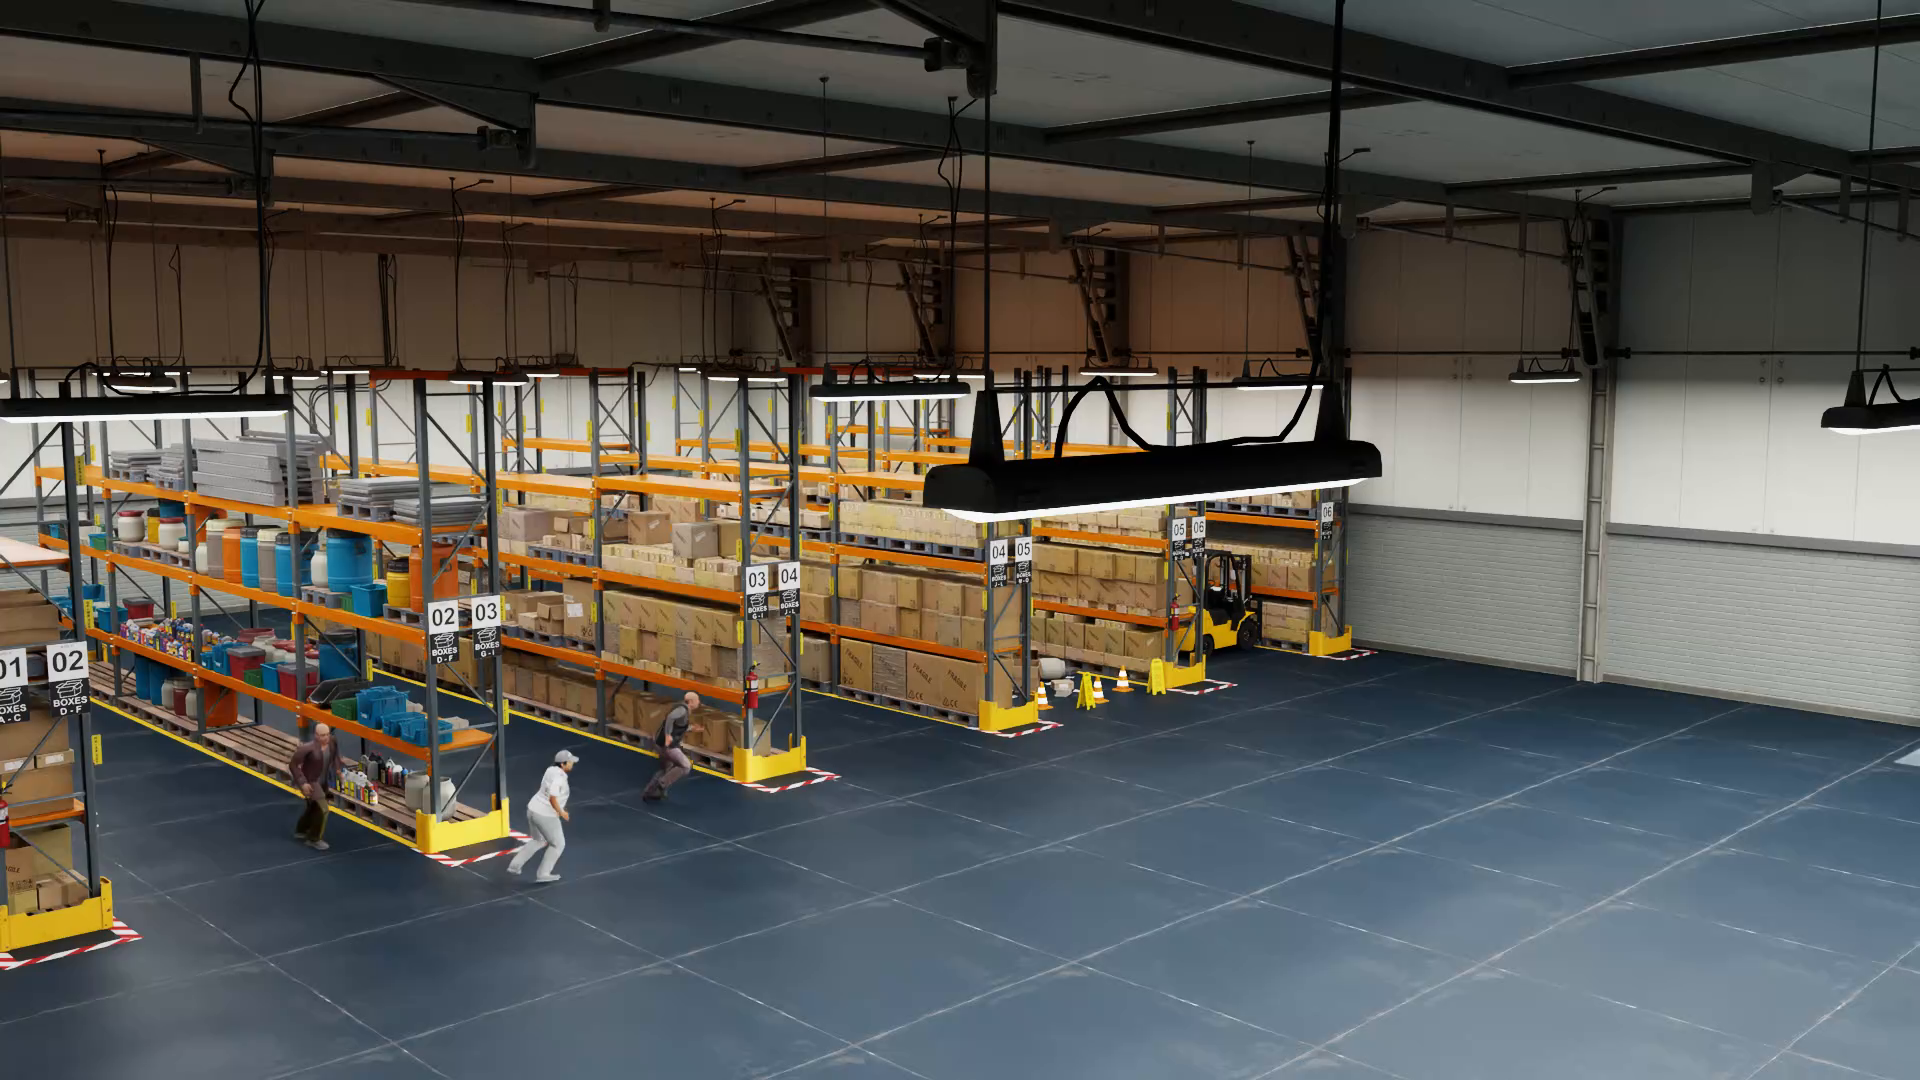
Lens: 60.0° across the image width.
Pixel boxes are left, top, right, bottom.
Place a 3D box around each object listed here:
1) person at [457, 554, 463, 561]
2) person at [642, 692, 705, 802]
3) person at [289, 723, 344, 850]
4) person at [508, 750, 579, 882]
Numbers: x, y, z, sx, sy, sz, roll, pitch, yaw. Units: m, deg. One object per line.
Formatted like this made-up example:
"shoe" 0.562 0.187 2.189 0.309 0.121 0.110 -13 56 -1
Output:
"person" -11.997 1.042 39.532 0.550 1.688 0.700 -4 8 -34
"person" -4.020 2.922 23.371 0.907 1.545 0.694 -2 7 -13
"person" -8.319 3.120 21.352 0.833 1.651 0.770 2 7 14
"person" -4.989 3.313 19.942 0.838 1.572 0.616 -4 8 -31
